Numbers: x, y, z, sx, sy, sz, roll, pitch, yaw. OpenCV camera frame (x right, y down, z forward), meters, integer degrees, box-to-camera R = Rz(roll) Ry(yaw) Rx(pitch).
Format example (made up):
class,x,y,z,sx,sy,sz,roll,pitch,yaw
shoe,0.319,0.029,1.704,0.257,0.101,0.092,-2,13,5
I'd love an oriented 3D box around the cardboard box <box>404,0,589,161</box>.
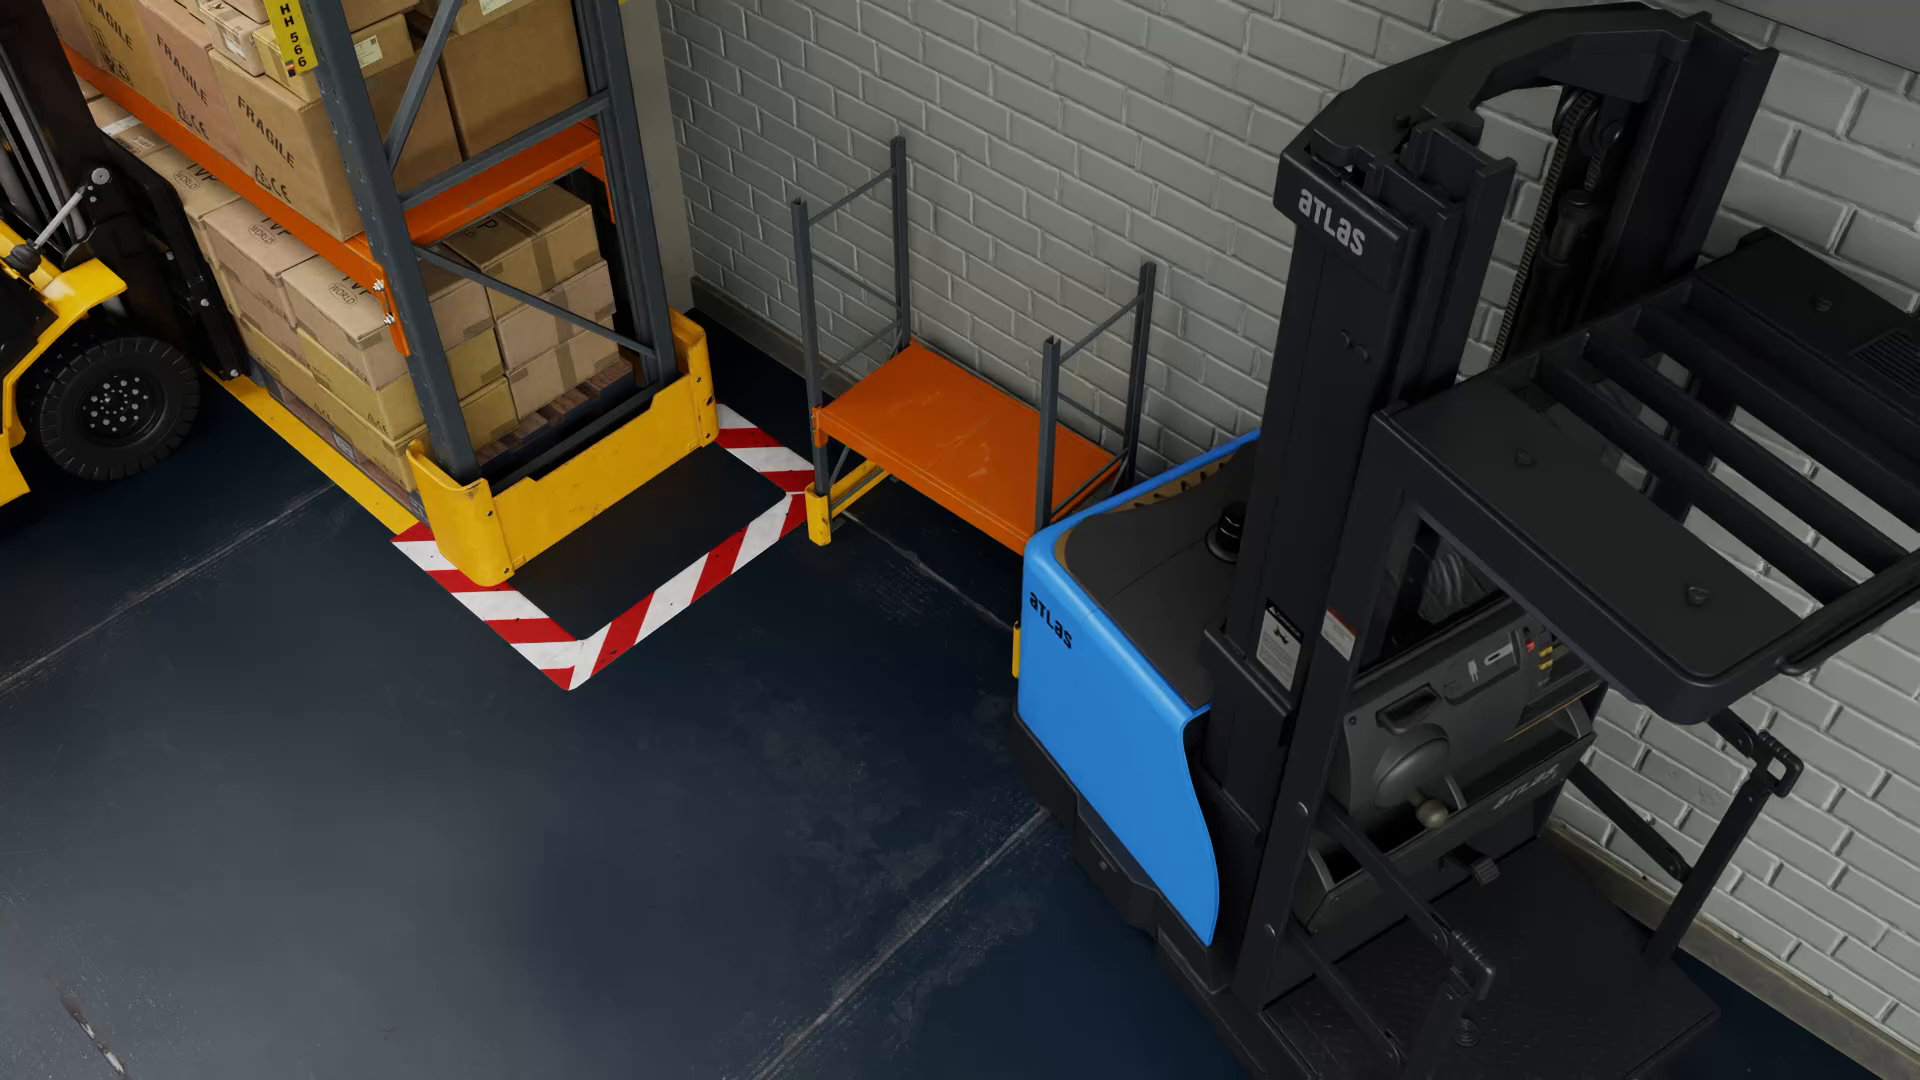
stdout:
class,x,y,z,sx,sy,sz,roll,pitch,yaw
cardboard box,-1.651,-1.673,5.695,0.500,0.500,0.500,36,56,29

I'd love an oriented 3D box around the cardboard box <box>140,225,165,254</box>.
class,x,y,z,sx,sy,sz,roll,pitch,yaw
cardboard box,-3.165,-1.439,6.799,0.500,0.250,0.500,34,55,28

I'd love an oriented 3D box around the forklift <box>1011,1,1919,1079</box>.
class,x,y,z,sx,sy,sz,roll,pitch,yaw
forklift,1.378,0.449,3.818,1.130,2.935,3.031,-25,52,-21

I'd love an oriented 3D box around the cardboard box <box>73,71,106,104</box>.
class,x,y,z,sx,sy,sz,roll,pitch,yaw
cardboard box,-3.530,-1.862,6.853,0.500,0.250,0.500,36,56,29

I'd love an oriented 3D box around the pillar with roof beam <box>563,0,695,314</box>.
class,x,y,z,sx,sy,sz,roll,pitch,yaw
pillar with roof beam,-4.296,-1.820,1.786,0.400,9.000,9.100,34,55,28

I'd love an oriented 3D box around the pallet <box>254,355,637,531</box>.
class,x,y,z,sx,sy,sz,roll,pitch,yaw
pallet,-2.066,-0.646,6.712,1.213,0.211,1.003,34,55,28

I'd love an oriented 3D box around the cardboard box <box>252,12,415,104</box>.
class,x,y,z,sx,sy,sz,roll,pitch,yaw
cardboard box,-1.920,-1.523,5.109,0.250,0.149,0.380,35,56,28

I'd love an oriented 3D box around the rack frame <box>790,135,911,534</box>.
class,x,y,z,sx,sy,sz,roll,pitch,yaw
rack frame,-0.353,-0.666,5.847,0.032,1.500,0.500,33,55,27

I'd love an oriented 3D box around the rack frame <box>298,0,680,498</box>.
class,x,y,z,sx,sy,sz,roll,pitch,yaw
rack frame,-1.476,-1.245,5.362,0.127,3.000,1.000,34,55,28

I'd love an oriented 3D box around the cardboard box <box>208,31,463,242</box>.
class,x,y,z,sx,sy,sz,roll,pitch,yaw
cardboard box,-2.015,-1.382,5.422,0.500,0.500,0.500,33,55,27

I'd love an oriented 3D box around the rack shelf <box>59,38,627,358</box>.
class,x,y,z,sx,sy,sz,roll,pitch,yaw
rack shelf,-2.945,-1.988,6.552,4.000,0.370,1.077,34,55,28

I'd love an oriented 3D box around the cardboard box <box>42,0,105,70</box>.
class,x,y,z,sx,sy,sz,roll,pitch,yaw
cardboard box,-3.144,-2.139,6.133,0.500,0.500,0.500,34,56,28

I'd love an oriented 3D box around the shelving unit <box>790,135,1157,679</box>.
class,x,y,z,sx,sy,sz,roll,pitch,yaw
shelving unit,0.022,-0.427,5.622,1.083,1.500,0.587,33,55,27

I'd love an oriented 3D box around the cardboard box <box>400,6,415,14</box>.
class,x,y,z,sx,sy,sz,roll,pitch,yaw
cardboard box,-1.774,-1.896,5.459,0.250,0.149,0.380,34,55,28

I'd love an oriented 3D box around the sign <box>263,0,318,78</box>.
class,x,y,z,sx,sy,sz,roll,pitch,yaw
sign,-1.854,-1.439,4.587,0.005,0.325,0.100,34,55,28

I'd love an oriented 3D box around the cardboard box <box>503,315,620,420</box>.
class,x,y,z,sx,sy,sz,roll,pitch,yaw
cardboard box,-1.704,-0.795,6.537,0.500,0.250,0.500,34,56,28

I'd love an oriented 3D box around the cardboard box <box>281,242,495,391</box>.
class,x,y,z,sx,sy,sz,roll,pitch,yaw
cardboard box,-2.026,-0.851,5.903,0.500,0.250,0.500,36,56,29

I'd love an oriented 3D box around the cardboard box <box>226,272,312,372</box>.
class,x,y,z,sx,sy,sz,roll,pitch,yaw
cardboard box,-2.407,-0.946,6.336,0.500,0.250,0.500,33,55,27

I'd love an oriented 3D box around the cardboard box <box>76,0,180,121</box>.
class,x,y,z,sx,sy,sz,roll,pitch,yaw
cardboard box,-2.767,-1.897,5.905,0.500,0.500,0.500,33,55,27

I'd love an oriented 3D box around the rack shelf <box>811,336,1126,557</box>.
class,x,y,z,sx,sy,sz,roll,pitch,yaw
rack shelf,0.029,-0.299,5.749,1.000,0.185,0.538,33,55,27

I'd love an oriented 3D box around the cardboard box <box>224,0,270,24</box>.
class,x,y,z,sx,sy,sz,roll,pitch,yaw
cardboard box,-2.084,-1.773,5.139,0.250,0.149,0.380,34,55,28

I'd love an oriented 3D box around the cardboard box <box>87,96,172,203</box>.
class,x,y,z,sx,sy,sz,roll,pitch,yaw
cardboard box,-3.150,-1.599,6.606,0.500,0.250,0.500,33,55,27

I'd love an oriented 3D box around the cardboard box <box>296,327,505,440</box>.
class,x,y,z,sx,sy,sz,roll,pitch,yaw
cardboard box,-2.045,-0.692,6.097,0.500,0.250,0.500,33,55,27

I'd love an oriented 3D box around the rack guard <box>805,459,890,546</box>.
class,x,y,z,sx,sy,sz,roll,pitch,yaw
rack guard,-0.353,-0.238,6.302,0.087,0.250,0.587,33,55,27

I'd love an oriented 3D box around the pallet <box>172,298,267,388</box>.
class,x,y,z,sx,sy,sz,roll,pitch,yaw
pallet,-2.958,-1.250,7.278,1.213,0.211,1.003,34,55,28

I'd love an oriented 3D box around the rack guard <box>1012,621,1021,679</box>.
class,x,y,z,sx,sy,sz,roll,pitch,yaw
rack guard,0.397,0.240,5.853,0.087,0.250,0.587,33,55,27

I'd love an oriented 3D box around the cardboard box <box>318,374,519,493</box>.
class,x,y,z,sx,sy,sz,roll,pitch,yaw
cardboard box,-2.035,-0.511,6.270,0.500,0.250,0.500,34,56,28

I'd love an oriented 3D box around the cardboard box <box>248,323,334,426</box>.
class,x,y,z,sx,sy,sz,roll,pitch,yaw
cardboard box,-2.394,-0.762,6.506,0.500,0.250,0.500,34,55,28

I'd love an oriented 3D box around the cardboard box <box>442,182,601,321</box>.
class,x,y,z,sx,sy,sz,roll,pitch,yaw
cardboard box,-1.700,-1.129,6.165,0.500,0.250,0.500,33,55,27

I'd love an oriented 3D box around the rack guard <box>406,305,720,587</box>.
class,x,y,z,sx,sy,sz,roll,pitch,yaw
rack guard,-1.458,-0.378,6.262,0.348,0.500,1.175,34,55,28

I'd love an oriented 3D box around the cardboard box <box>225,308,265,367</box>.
class,x,y,z,sx,sy,sz,roll,pitch,yaw
cardboard box,-2.756,-1.014,6.743,0.500,0.250,0.500,35,56,28

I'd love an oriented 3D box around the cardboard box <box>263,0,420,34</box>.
class,x,y,z,sx,sy,sz,roll,pitch,yaw
cardboard box,-1.882,-1.667,5.040,0.250,0.149,0.380,34,55,28

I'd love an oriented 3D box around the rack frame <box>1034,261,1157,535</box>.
class,x,y,z,sx,sy,sz,roll,pitch,yaw
rack frame,0.412,-0.179,5.389,0.032,1.500,0.500,33,55,27

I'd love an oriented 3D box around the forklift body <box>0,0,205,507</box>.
class,x,y,z,sx,sy,sz,roll,pitch,yaw
forklift body,-4.106,-0.915,5.634,1.214,2.155,2.313,34,55,28

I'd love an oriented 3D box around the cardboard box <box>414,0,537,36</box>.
class,x,y,z,sx,sy,sz,roll,pitch,yaw
cardboard box,-1.549,-1.808,5.377,0.250,0.149,0.380,33,55,27

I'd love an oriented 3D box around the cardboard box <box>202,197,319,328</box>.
class,x,y,z,sx,sy,sz,roll,pitch,yaw
cardboard box,-2.405,-1.100,6.137,0.500,0.250,0.500,35,56,28

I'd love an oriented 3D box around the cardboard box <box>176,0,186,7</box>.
class,x,y,z,sx,sy,sz,roll,pitch,yaw
cardboard box,-2.452,-1.923,5.484,0.250,0.149,0.380,34,55,27

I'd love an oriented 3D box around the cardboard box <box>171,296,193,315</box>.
class,x,y,z,sx,sy,sz,roll,pitch,yaw
cardboard box,-3.153,-1.259,6.972,0.500,0.250,0.500,36,56,29

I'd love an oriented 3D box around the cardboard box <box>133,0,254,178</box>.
class,x,y,z,sx,sy,sz,roll,pitch,yaw
cardboard box,-2.390,-1.644,5.667,0.500,0.500,0.500,36,56,29

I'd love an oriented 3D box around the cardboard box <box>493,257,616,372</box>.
class,x,y,z,sx,sy,sz,roll,pitch,yaw
cardboard box,-1.680,-0.963,6.351,0.500,0.250,0.500,35,56,28

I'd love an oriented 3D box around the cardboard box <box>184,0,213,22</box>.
class,x,y,z,sx,sy,sz,roll,pitch,yaw
cardboard box,-2.278,-1.794,5.364,0.250,0.149,0.380,35,56,28

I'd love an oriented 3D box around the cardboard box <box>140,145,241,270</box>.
class,x,y,z,sx,sy,sz,roll,pitch,yaw
cardboard box,-2.782,-1.344,6.367,0.500,0.250,0.500,35,56,28

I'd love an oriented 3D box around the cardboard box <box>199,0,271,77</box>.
class,x,y,z,sx,sy,sz,roll,pitch,yaw
cardboard box,-2.128,-1.633,5.212,0.250,0.149,0.380,35,56,28

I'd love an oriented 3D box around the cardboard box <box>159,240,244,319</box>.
class,x,y,z,sx,sy,sz,roll,pitch,yaw
cardboard box,-2.800,-1.190,6.565,0.500,0.250,0.500,33,55,27

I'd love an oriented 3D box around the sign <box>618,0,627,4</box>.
class,x,y,z,sx,sy,sz,roll,pitch,yaw
sign,-1.095,-1.863,5.294,0.005,0.325,0.100,34,55,28
